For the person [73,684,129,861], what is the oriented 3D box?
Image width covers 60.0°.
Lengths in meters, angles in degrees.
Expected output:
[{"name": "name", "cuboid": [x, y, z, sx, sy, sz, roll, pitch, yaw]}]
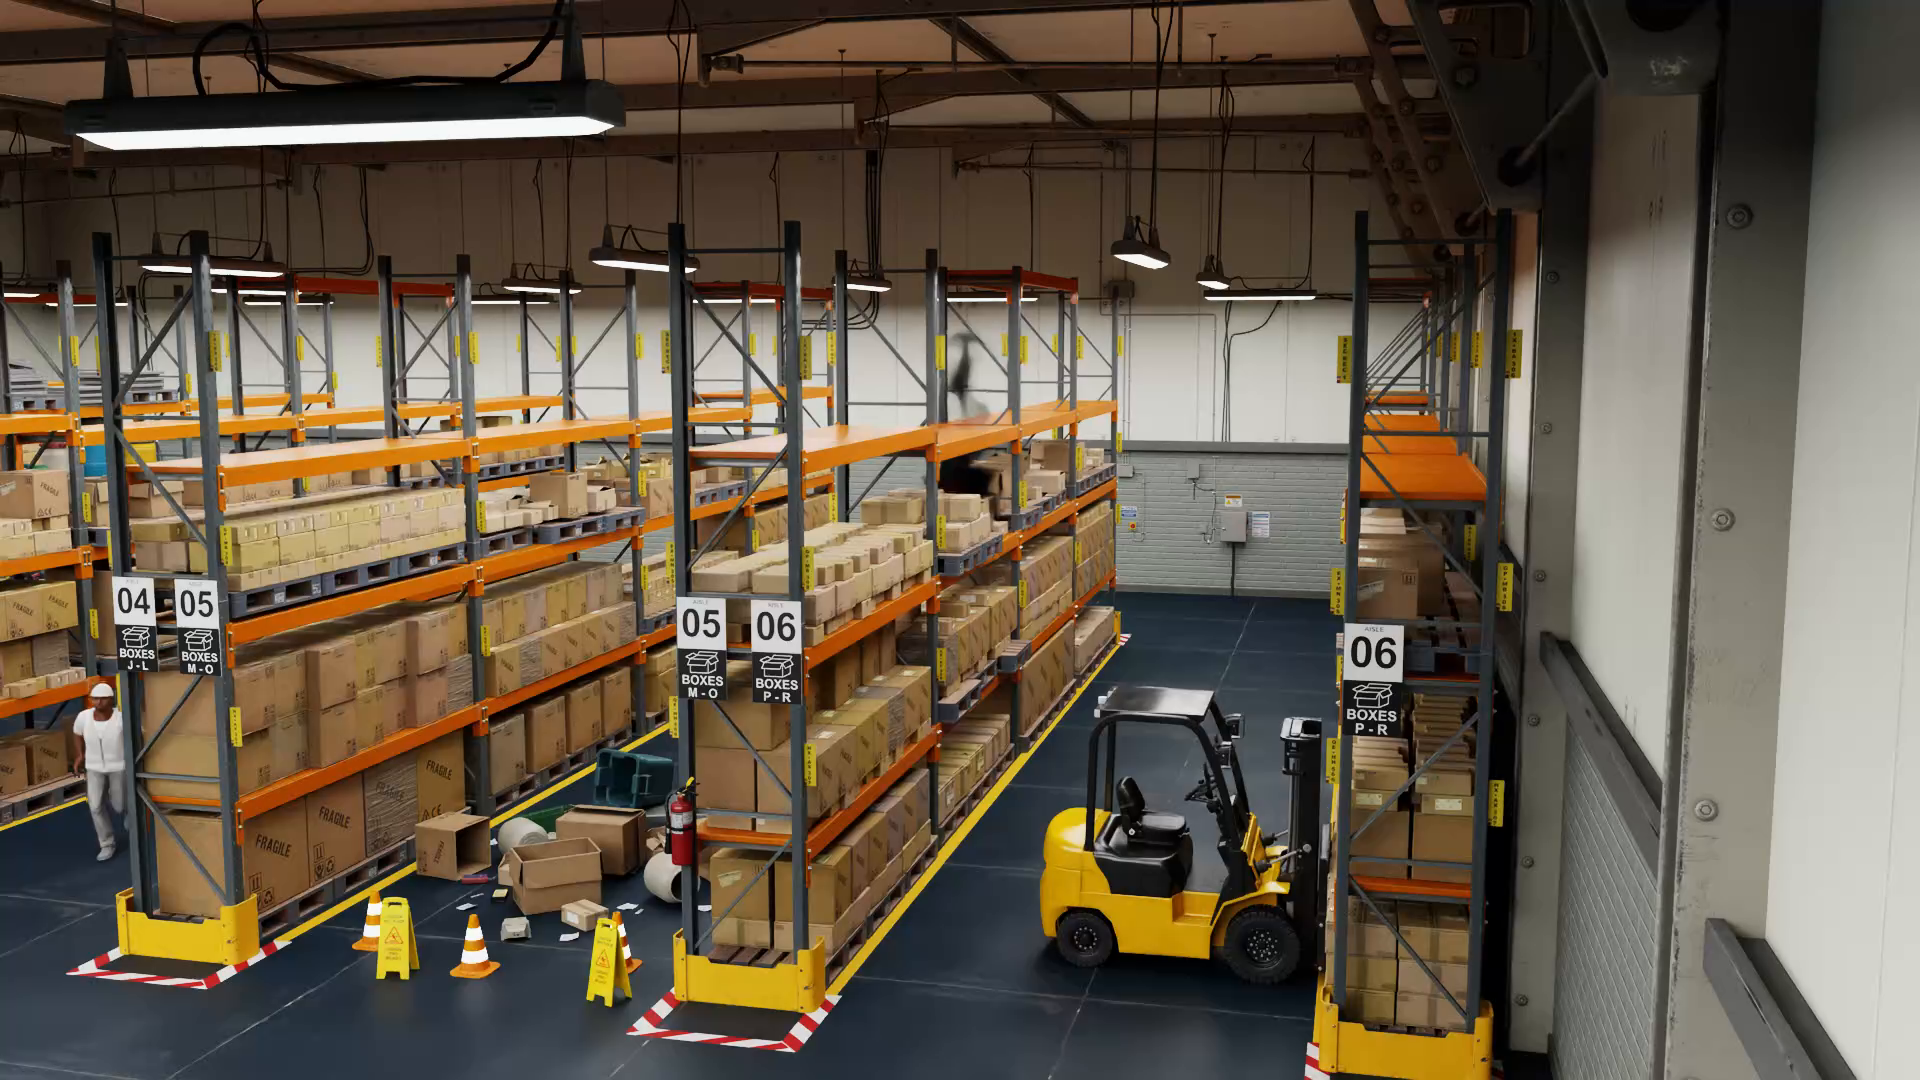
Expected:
[{"name": "person", "cuboid": [-8.565, 2.276, 16.760, 0.684, 1.736, 0.856, -1, 7, -11]}]
